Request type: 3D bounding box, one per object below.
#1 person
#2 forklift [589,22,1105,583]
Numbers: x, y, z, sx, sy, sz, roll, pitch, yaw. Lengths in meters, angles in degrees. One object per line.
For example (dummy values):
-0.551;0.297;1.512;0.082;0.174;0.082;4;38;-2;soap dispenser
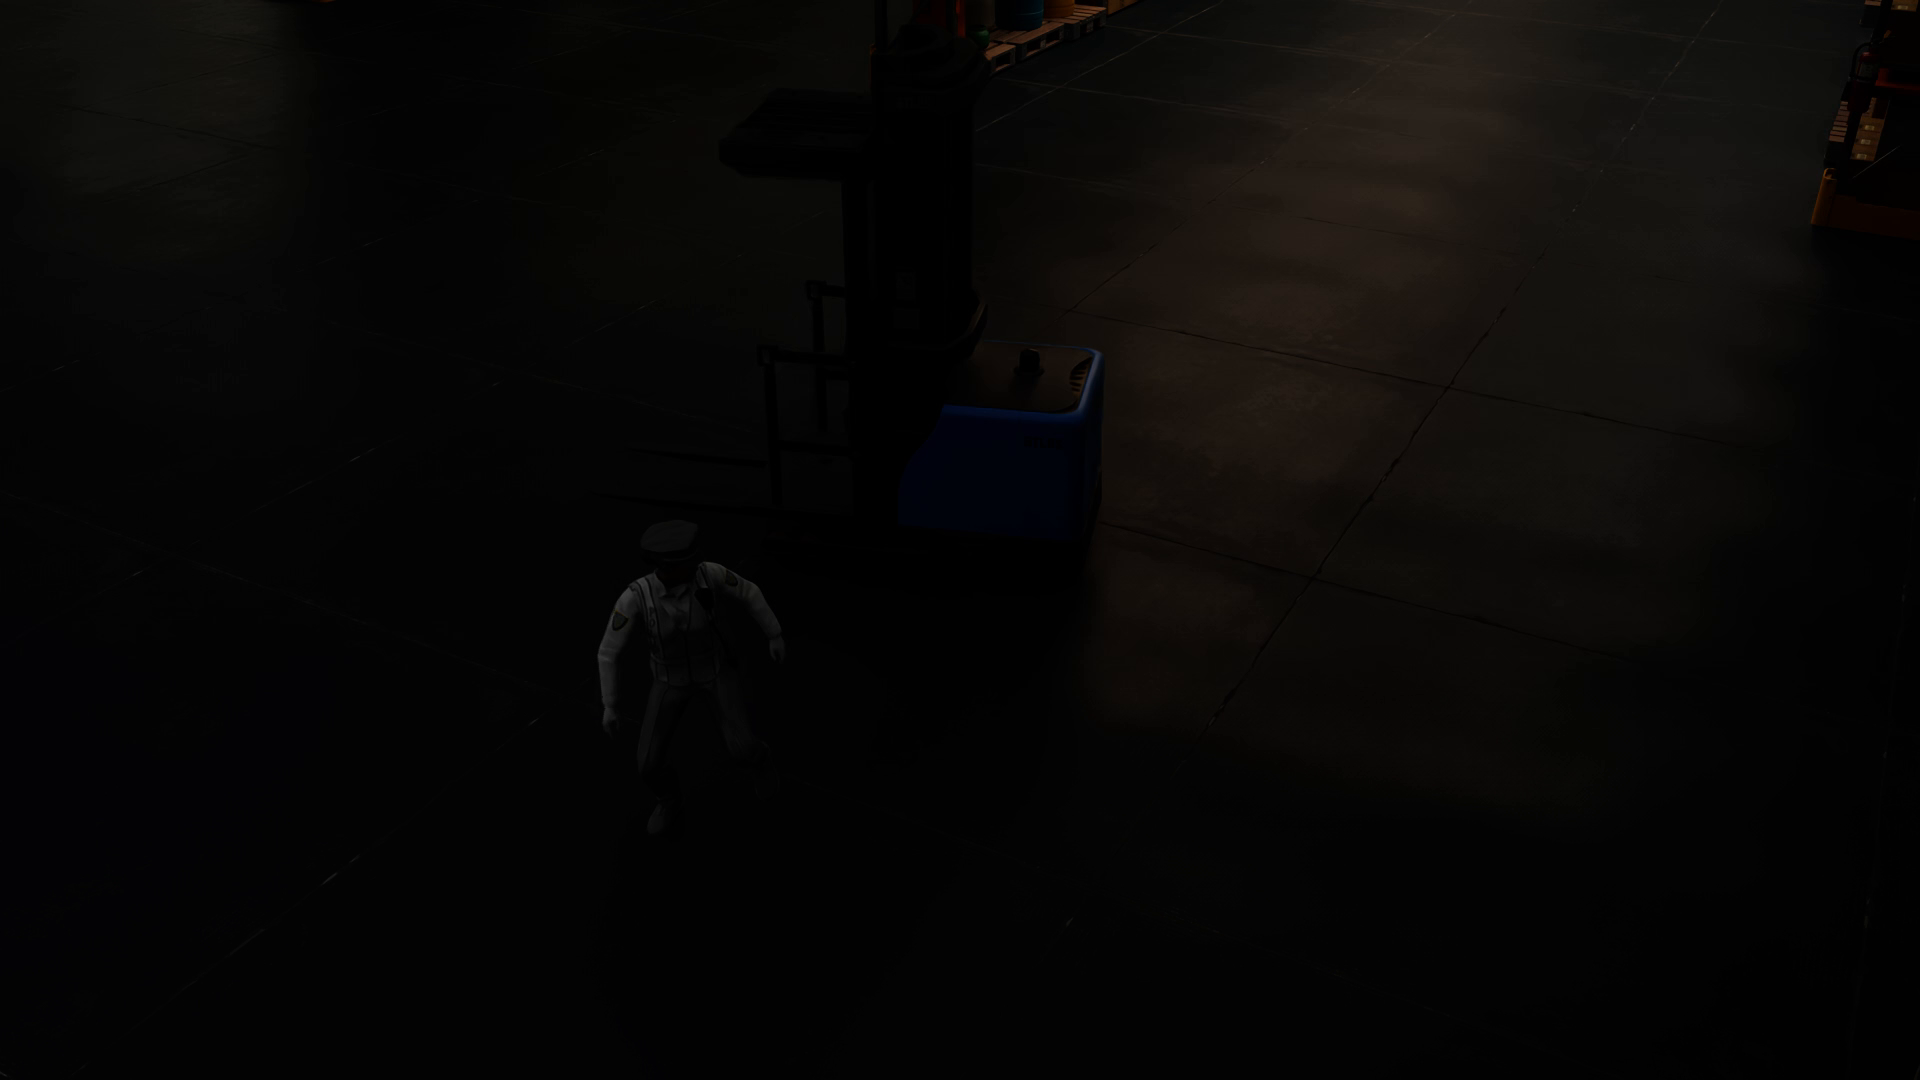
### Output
-1.178;0.623;7.400;0.804;1.561;0.514;-3;30;-5;person
-0.699;-1.382;9.466;3.031;2.935;1.130;6;30;10;forklift
